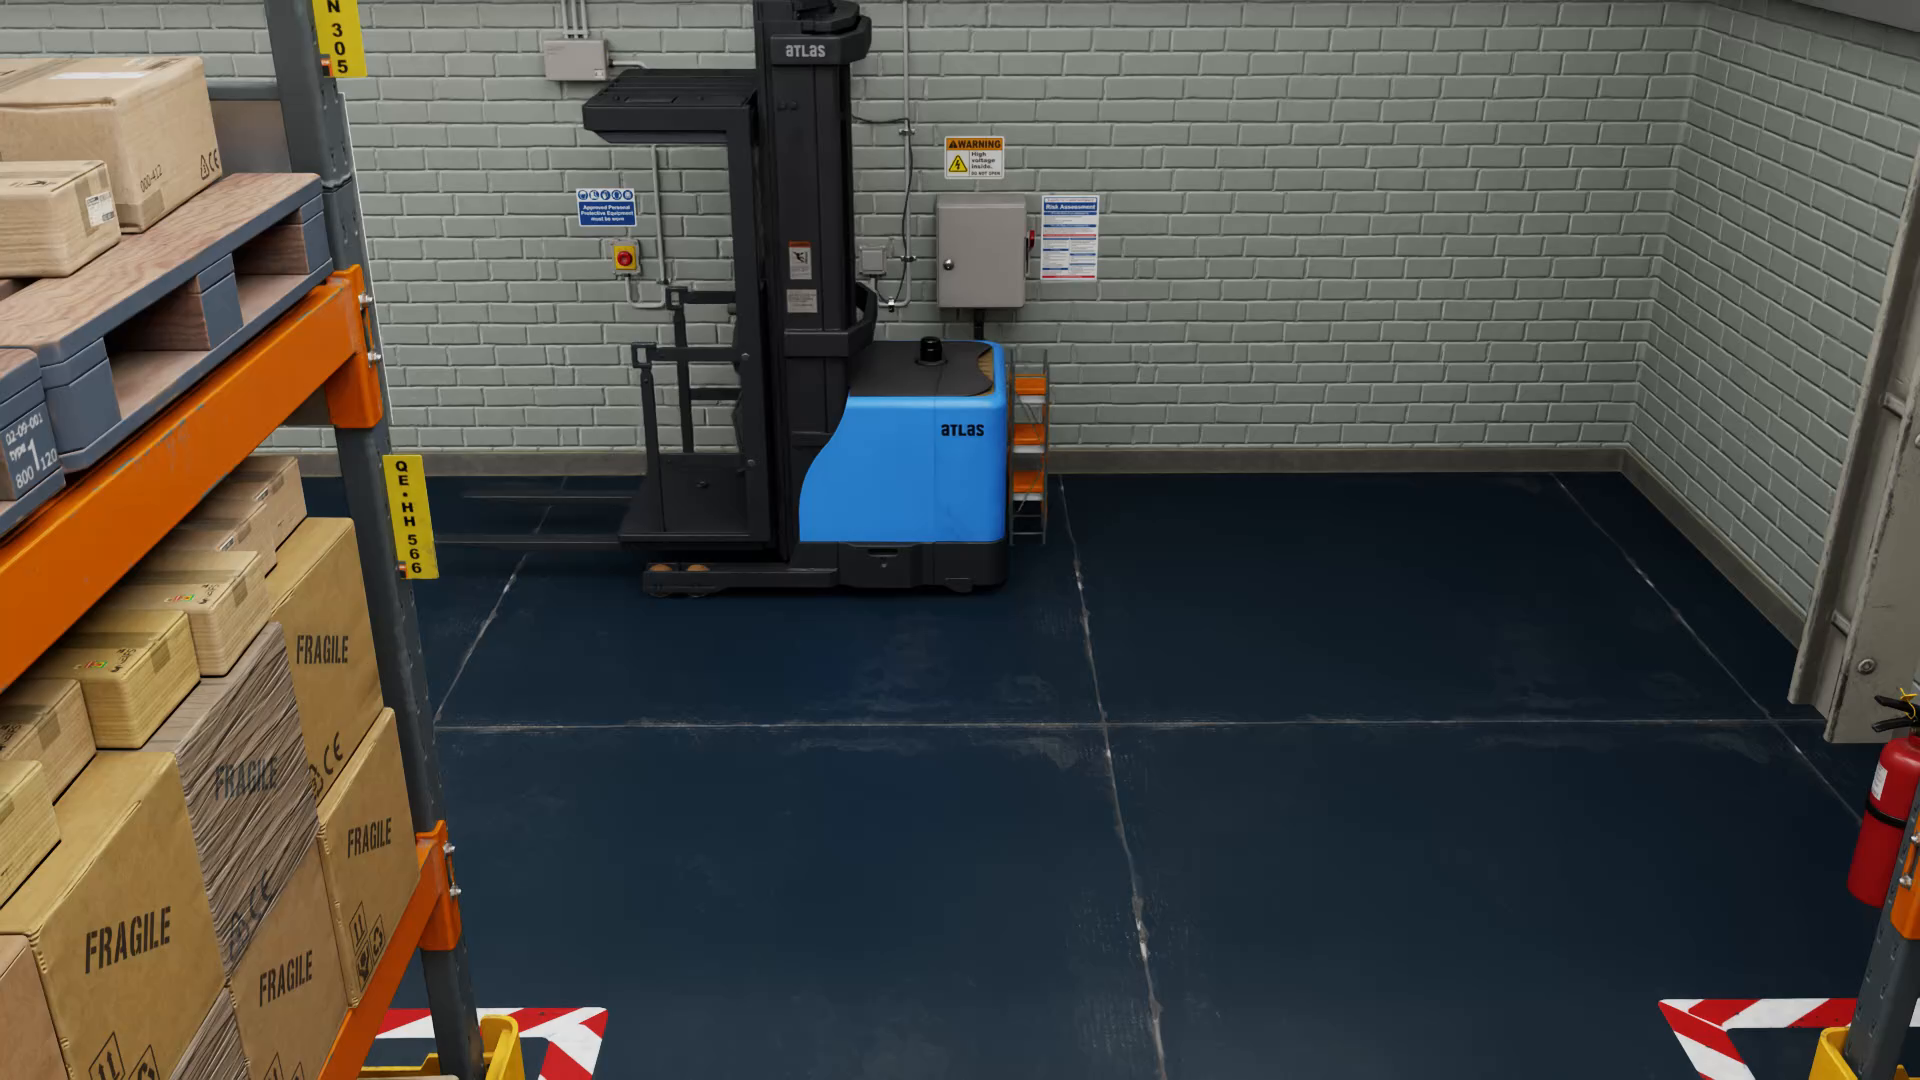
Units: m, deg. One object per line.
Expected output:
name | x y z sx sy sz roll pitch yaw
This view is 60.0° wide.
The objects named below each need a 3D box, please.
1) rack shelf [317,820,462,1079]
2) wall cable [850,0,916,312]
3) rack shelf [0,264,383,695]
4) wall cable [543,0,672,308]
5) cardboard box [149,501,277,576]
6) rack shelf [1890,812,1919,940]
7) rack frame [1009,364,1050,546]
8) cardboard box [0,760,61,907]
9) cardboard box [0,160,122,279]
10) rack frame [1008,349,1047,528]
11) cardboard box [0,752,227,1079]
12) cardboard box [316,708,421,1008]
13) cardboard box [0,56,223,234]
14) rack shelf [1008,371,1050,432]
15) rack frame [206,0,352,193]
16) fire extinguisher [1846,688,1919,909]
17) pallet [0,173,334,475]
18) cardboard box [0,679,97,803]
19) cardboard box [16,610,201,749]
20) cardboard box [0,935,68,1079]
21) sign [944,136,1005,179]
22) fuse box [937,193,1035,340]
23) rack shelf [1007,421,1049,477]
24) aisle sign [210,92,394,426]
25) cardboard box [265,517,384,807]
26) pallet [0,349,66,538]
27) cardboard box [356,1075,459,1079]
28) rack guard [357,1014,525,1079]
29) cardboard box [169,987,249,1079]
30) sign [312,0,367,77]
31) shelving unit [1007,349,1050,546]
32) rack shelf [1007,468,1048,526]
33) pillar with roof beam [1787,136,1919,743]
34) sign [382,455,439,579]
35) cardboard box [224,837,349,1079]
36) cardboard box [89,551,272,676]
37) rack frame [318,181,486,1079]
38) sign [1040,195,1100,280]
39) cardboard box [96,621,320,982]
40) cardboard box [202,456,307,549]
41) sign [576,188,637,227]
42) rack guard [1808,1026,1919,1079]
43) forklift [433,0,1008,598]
rack shelf | -1.857 1.731 2.657 1.077 0.370 4.000 0 24 -1
wall cable | -0.545 -2.219 9.283 0.588 1.984 0.122 0 24 -1
rack shelf | -1.857 0.364 2.038 1.077 0.370 4.000 0 24 -1
wall cable | -1.964 -2.222 9.252 0.585 1.953 0.123 0 24 -1
cardboard box | -1.648 0.033 3.414 0.380 0.149 0.250 0 24 0
rack shelf | 3.107 1.707 2.709 1.077 0.370 4.000 0 24 -1
rack frame | 0.372 -0.449 8.969 0.200 1.050 0.008 0 24 0
cardboard box | -1.606 0.455 2.483 0.380 0.149 0.250 0 24 1
cardboard box | -1.699 -0.553 2.867 0.380 0.149 0.250 -2 24 -5
rack frame | 0.370 -0.549 9.191 0.200 1.050 0.008 0 24 0
cardboard box | -1.598 0.694 2.741 0.500 0.500 0.500 0 24 -1
cardboard box | -1.609 0.731 3.873 0.500 0.500 0.500 0 24 0
cardboard box | -1.784 -0.772 3.227 0.500 0.250 0.500 -2 24 -5
rack shelf | 0.371 -0.748 8.967 0.215 0.259 0.240 0 24 0
rack frame | -1.879 -2.155 3.094 1.000 3.000 0.127 0 24 -1
fire extinguisher | 2.621 0.701 4.606 0.296 0.674 0.183 0 24 -1
pallet | -1.860 -0.442 3.055 1.003 0.211 1.213 0 24 -1
cardboard box | -1.667 0.351 2.711 0.380 0.149 0.250 0 24 -1
cardboard box | -1.599 0.243 2.950 0.380 0.149 0.250 0 24 1
cardboard box | -1.594 0.901 2.282 0.500 0.500 0.500 0 24 -1
sign | 0.081 -2.155 9.374 0.339 0.242 0.001 0 24 -1
fuse box | 0.139 -1.107 9.621 0.539 1.711 0.414 0 24 -1
rack shelf | 0.371 -0.490 9.084 0.215 0.259 0.240 0 24 0
aisle sign | -1.569 -0.637 3.863 0.394 0.787 0.004 0 24 -1
cardboard box | -1.635 0.275 3.667 0.500 0.500 0.500 1 24 1
pallet | -1.844 0.062 1.941 1.003 0.211 1.213 0 24 -1
cardboard box | -1.771 1.826 4.172 0.875 0.438 0.875 -1 24 -2
rack guard | -1.879 1.708 4.868 1.175 0.500 0.348 0 24 -1
cardboard box | -1.603 1.149 2.947 0.500 0.500 0.500 0 24 1
sign | -1.336 -1.152 3.539 0.100 0.325 0.005 0 24 -1
shelving unit | 0.371 -0.499 9.080 0.215 1.050 0.252 0 24 0
rack shelf | 0.371 -0.236 9.199 0.215 0.259 0.240 0 24 0
pillar with roof beam | -0.348 -3.274 5.570 9.100 9.000 0.400 0 24 -1
sign | -1.336 -0.054 4.036 0.100 0.325 0.005 0 24 -1
cardboard box | -1.618 0.938 3.416 0.500 0.500 0.500 -1 24 -2
cardboard box | -1.561 0.139 3.180 0.380 0.149 0.250 0 24 -1
rack frame | -1.879 0.579 4.331 1.000 3.000 0.127 0 24 -1
sign | 0.630 -1.738 9.569 0.329 0.494 0.001 0 24 -1
cardboard box | -1.600 0.490 3.191 0.500 0.500 0.500 0 24 0
cardboard box | -1.674 -0.071 3.645 0.380 0.149 0.250 0 24 0
sign | -2.012 -1.893 9.467 0.327 0.218 0.001 0 24 -1
rack guard | 3.086 1.725 4.829 1.175 0.500 0.348 0 24 -1
forklift | -1.266 -1.256 8.471 3.031 2.935 1.130 0 24 0
